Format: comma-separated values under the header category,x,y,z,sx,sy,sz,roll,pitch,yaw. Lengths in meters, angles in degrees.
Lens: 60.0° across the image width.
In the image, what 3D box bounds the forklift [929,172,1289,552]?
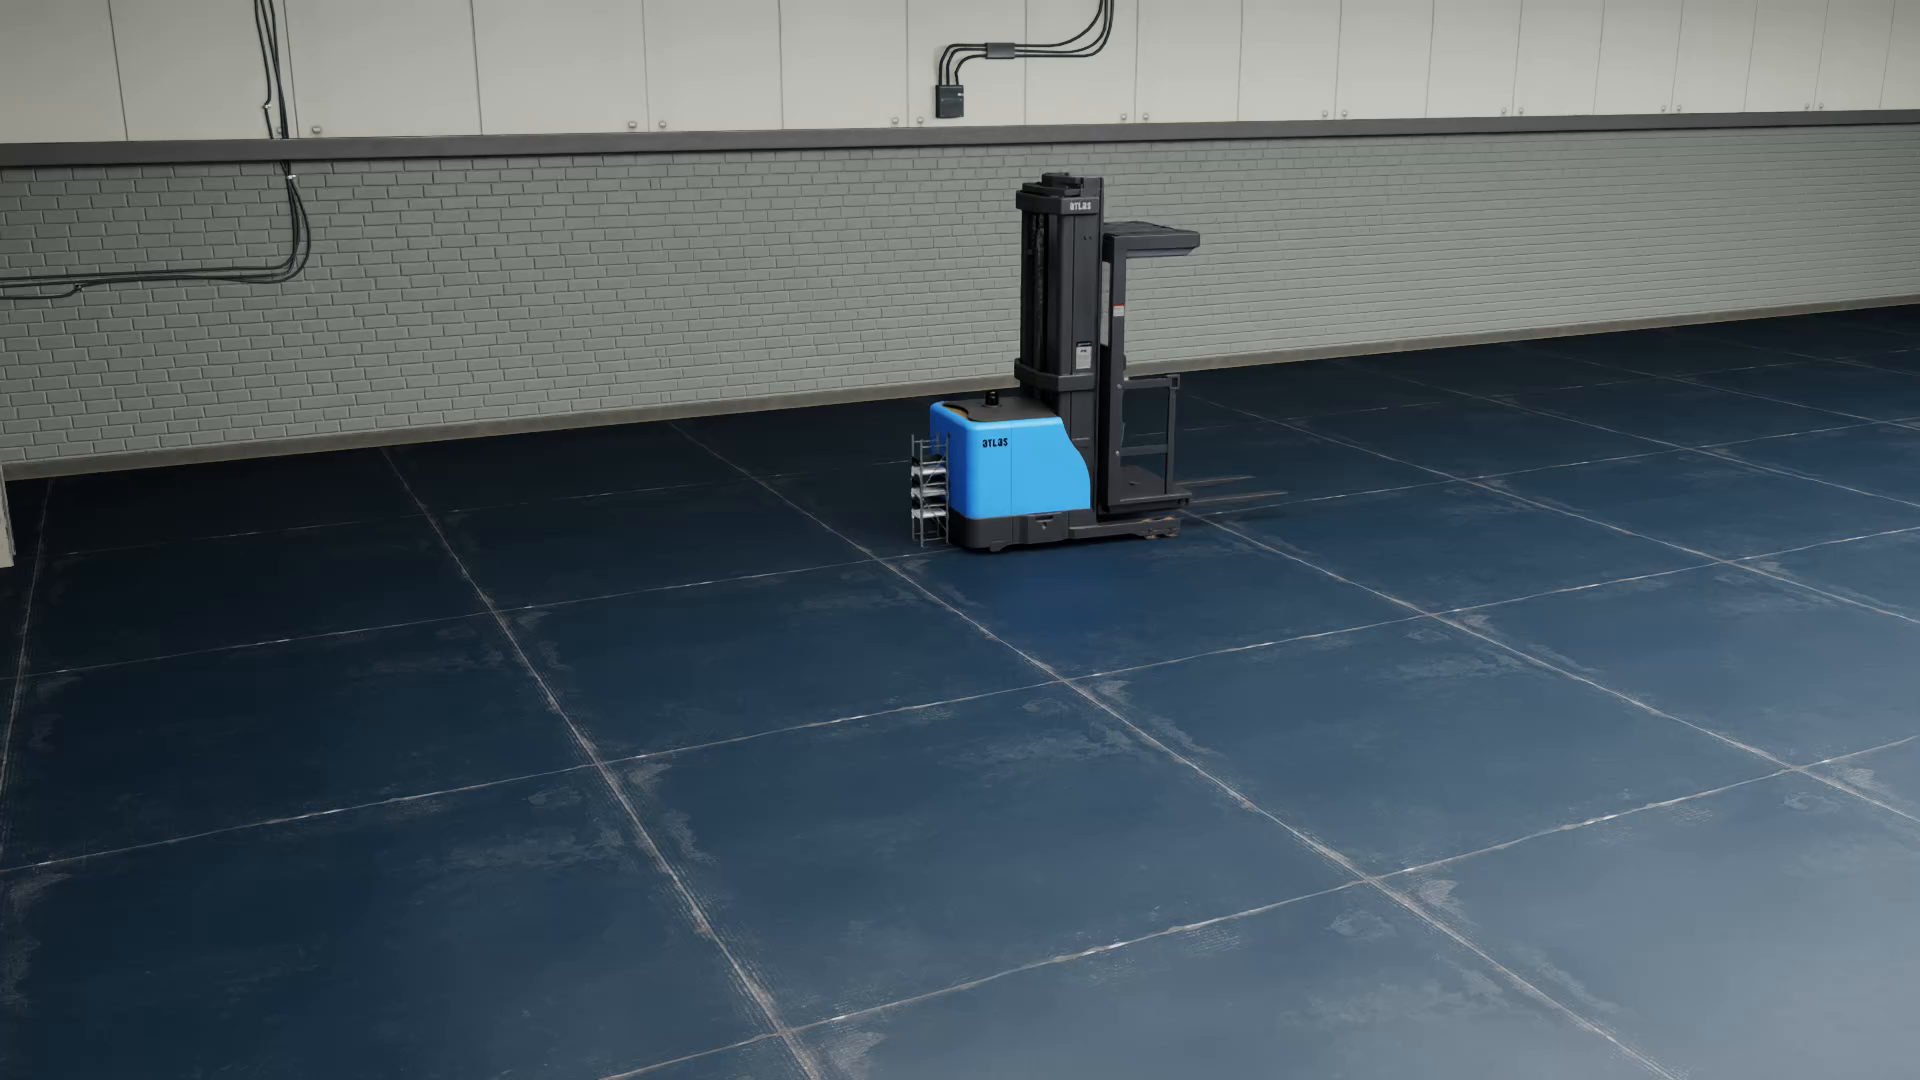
category,x,y,z,sx,sy,sz,roll,pitch,yaw
forklift,1.307,-1.545,13.820,3.031,2.935,1.130,-6,17,-19

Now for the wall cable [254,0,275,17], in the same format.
category,x,y,z,sx,sy,sz,roll,pitch,yaw
wall cable,-5.319,-6.304,15.876,3.097,2.526,0.112,-8,18,-25

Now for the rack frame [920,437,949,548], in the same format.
category,x,y,z,sx,sy,sz,roll,pitch,yaw
rack frame,-0.207,-0.380,13.444,0.240,0.900,0.006,-6,17,-21

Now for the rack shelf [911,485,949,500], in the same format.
category,x,y,z,sx,sy,sz,roll,pitch,yaw
rack shelf,-0.244,-0.374,13.545,0.258,0.077,0.200,-6,17,-21

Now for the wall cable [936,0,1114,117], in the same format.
category,x,y,z,sx,sy,sz,roll,pitch,yaw
wall cable,0.790,-7.820,18.520,2.305,6.003,0.169,-8,18,-25

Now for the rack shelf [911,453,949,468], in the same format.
category,x,y,z,sx,sy,sz,roll,pitch,yaw
rack shelf,-0.244,-0.634,13.470,0.258,0.077,0.200,-6,17,-21

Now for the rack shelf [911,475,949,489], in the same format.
category,x,y,z,sx,sy,sz,roll,pitch,yaw
rack shelf,-0.244,-0.461,13.520,0.258,0.077,0.200,-6,17,-21

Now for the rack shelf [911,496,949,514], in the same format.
category,x,y,z,sx,sy,sz,roll,pitch,yaw
rack shelf,-0.244,-0.288,13.569,0.258,0.077,0.200,-6,17,-21

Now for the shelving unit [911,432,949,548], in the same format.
category,x,y,z,sx,sy,sz,roll,pitch,yaw
shelving unit,-0.244,-0.406,13.535,0.258,0.900,0.210,-6,17,-21

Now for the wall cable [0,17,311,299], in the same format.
category,x,y,z,sx,sy,sz,roll,pitch,yaw
wall cable,-7.750,-3.549,15.434,3.097,2.526,0.112,-8,18,-25

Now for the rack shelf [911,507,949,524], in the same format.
category,x,y,z,sx,sy,sz,roll,pitch,yaw
rack shelf,-0.244,-0.201,13.594,0.258,0.077,0.200,-6,17,-21

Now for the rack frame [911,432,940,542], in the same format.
category,x,y,z,sx,sy,sz,roll,pitch,yaw
rack frame,-0.281,-0.433,13.626,0.240,0.900,0.006,-6,17,-21

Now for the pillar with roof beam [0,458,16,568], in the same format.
category,x,y,z,sx,sy,sz,roll,pitch,yaw
pillar with roof beam,-3.779,-4.672,13.716,9.100,9.000,0.400,-8,18,-25

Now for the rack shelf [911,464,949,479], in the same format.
category,x,y,z,sx,sy,sz,roll,pitch,yaw
rack shelf,-0.244,-0.547,13.495,0.258,0.077,0.200,-6,17,-21
